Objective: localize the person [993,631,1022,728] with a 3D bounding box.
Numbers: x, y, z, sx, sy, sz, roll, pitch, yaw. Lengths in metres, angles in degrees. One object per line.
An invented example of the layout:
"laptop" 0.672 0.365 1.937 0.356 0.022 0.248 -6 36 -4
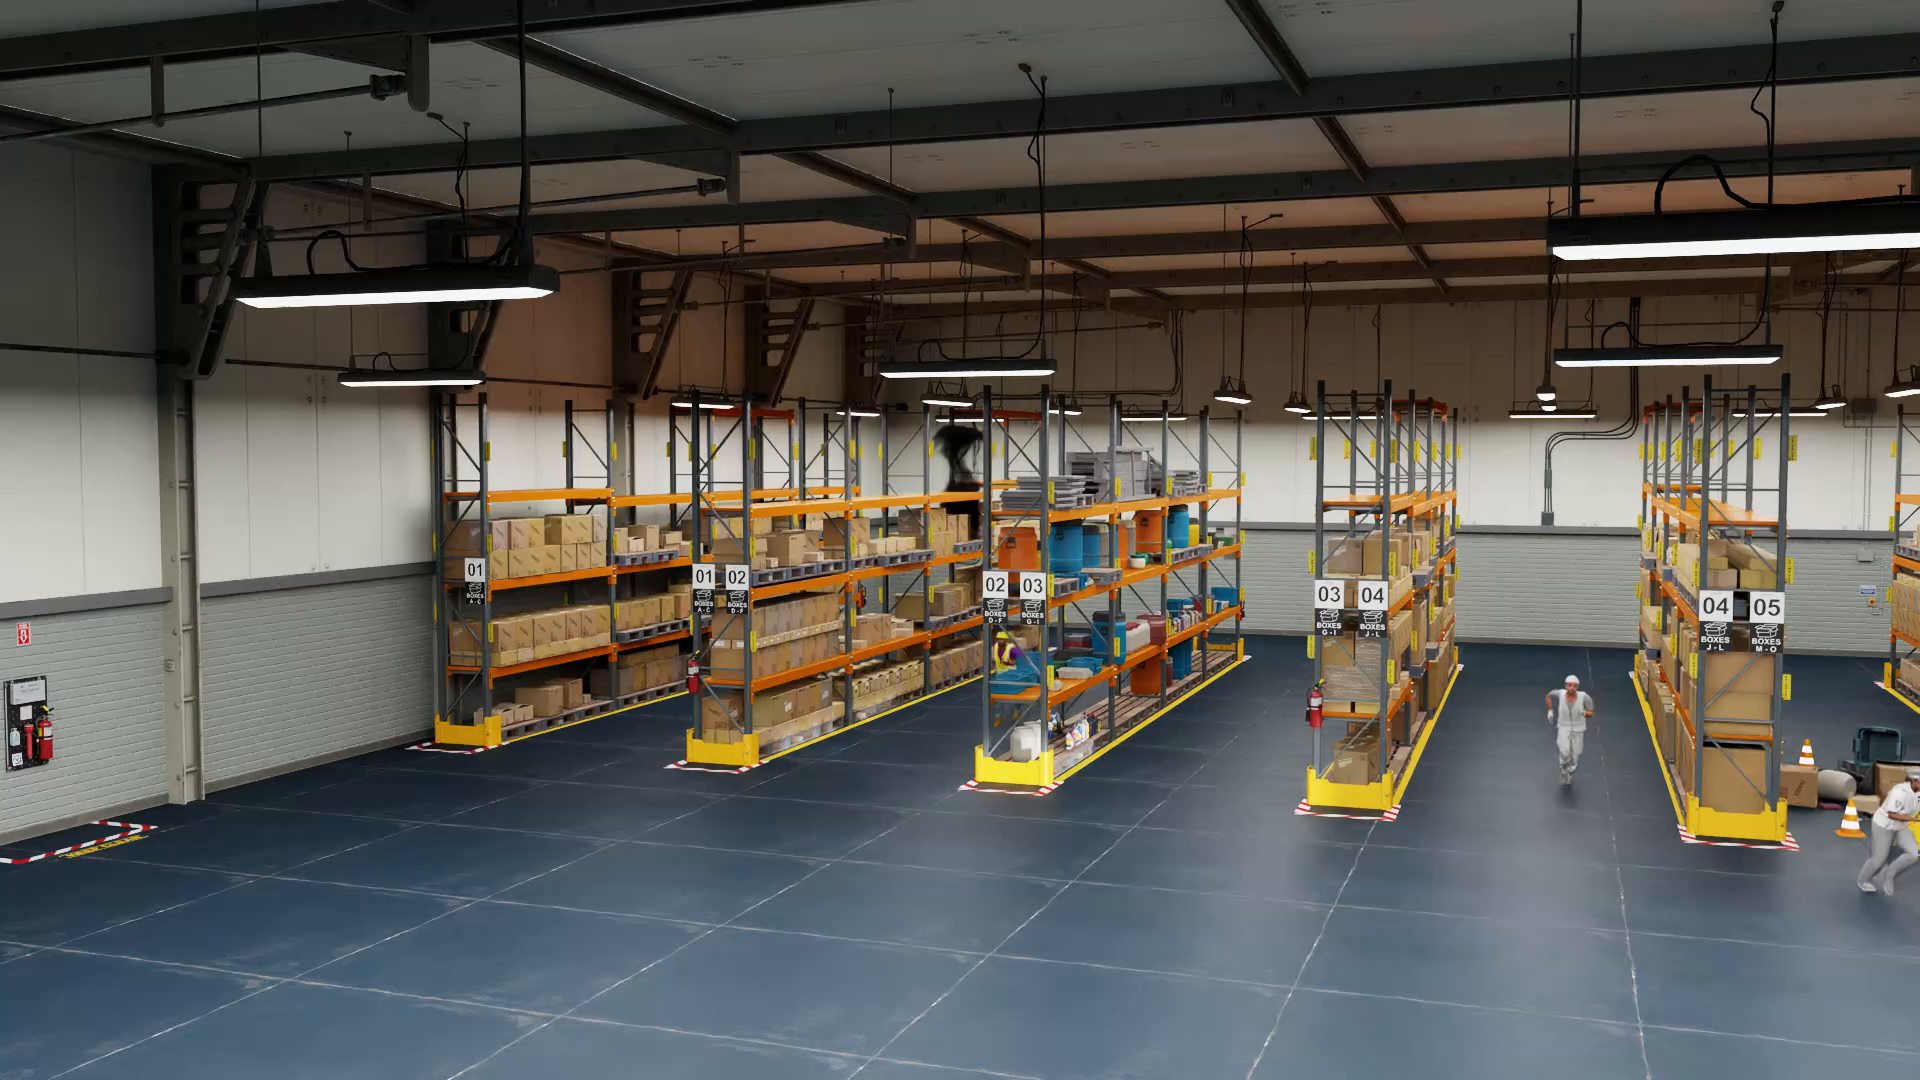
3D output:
"person" 0.896 2.524 30.465 0.693 1.776 0.977 1 3 24

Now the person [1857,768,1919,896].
"person" 10.500 3.247 18.610 0.592 1.505 0.910 -1 3 -24

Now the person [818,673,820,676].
"person" -2.977 2.440 33.688 0.669 1.593 1.003 1 3 25

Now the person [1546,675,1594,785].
"person" 8.994 2.818 24.524 0.643 1.700 0.874 1 3 15
